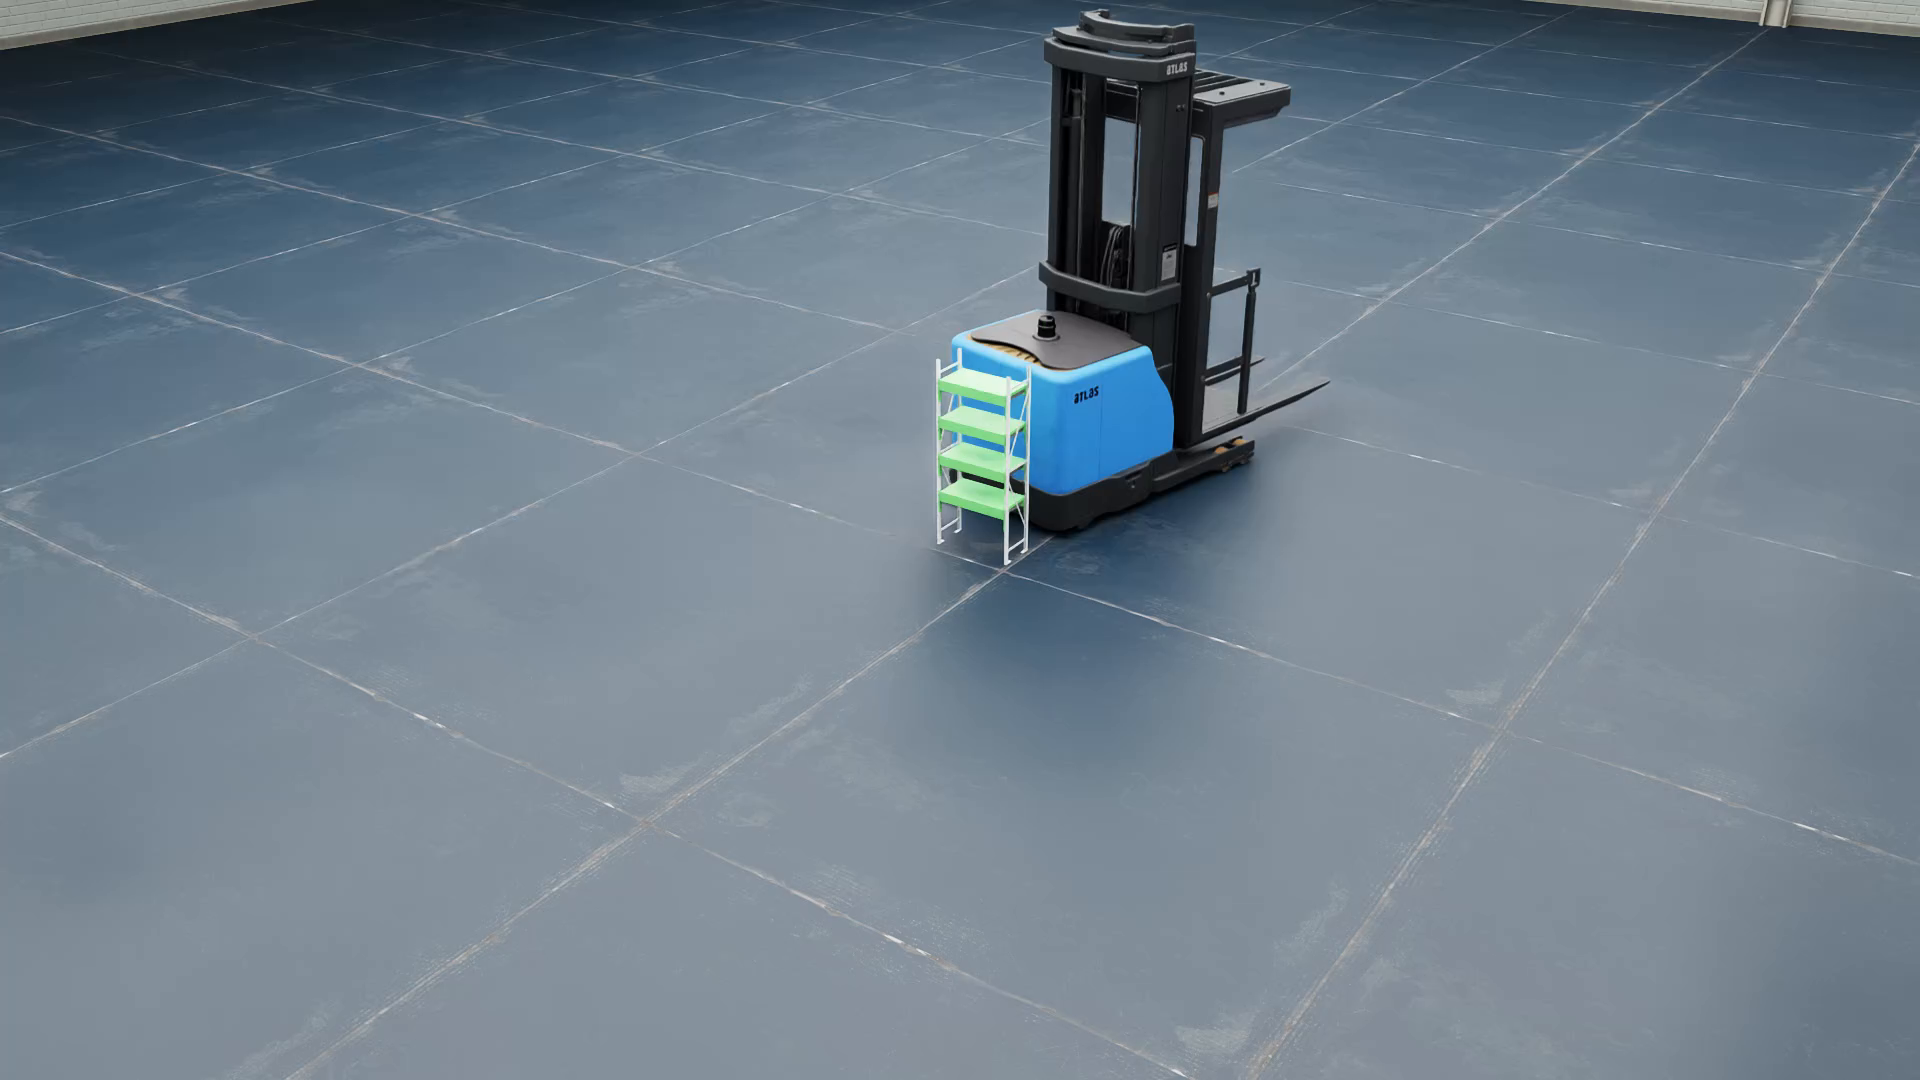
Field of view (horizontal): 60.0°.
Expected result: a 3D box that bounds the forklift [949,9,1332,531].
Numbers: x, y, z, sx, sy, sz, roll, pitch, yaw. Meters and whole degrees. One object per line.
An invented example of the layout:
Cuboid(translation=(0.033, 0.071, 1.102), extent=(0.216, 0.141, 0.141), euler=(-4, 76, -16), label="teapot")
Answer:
Cuboid(translation=(1.356, -1.919, 10.789), extent=(3.031, 2.935, 1.130), euler=(-23, 35, -37), label="forklift")

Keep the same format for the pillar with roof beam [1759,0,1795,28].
Cuboid(translation=(10.382, -10.508, 20.977), extent=(0.400, 9.000, 9.100), euler=(17, 32, 30), label="pillar with roof beam")

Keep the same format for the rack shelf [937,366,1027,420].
Cuboid(translation=(0.136, -0.863, 9.706), extent=(0.480, 0.148, 0.258), euler=(17, 32, 30), label="rack shelf")

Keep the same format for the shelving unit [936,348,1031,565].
Cuboid(translation=(0.136, -0.492, 9.894), extent=(0.503, 1.200, 0.258), euler=(17, 32, 30), label="shelving unit")

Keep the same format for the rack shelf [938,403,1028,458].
Cuboid(translation=(0.136, -0.649, 9.814), extent=(0.480, 0.148, 0.258), euler=(17, 32, 30), label="rack shelf")

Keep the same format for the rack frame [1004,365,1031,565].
Cuboid(translation=(0.338, -0.430, 9.771), extent=(0.015, 1.200, 0.240), euler=(17, 32, 30), label="rack frame")

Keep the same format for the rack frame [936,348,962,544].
Cuboid(translation=(-0.065, -0.555, 10.017), extent=(0.015, 1.200, 0.240), euler=(17, 32, 30), label="rack frame")

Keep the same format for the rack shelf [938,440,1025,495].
Cuboid(translation=(0.136, -0.435, 9.923), extent=(0.480, 0.148, 0.258), euler=(17, 32, 30), label="rack shelf")

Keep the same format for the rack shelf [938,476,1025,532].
Cuboid(translation=(0.136, -0.221, 10.032), extent=(0.480, 0.148, 0.258), euler=(17, 32, 30), label="rack shelf")
